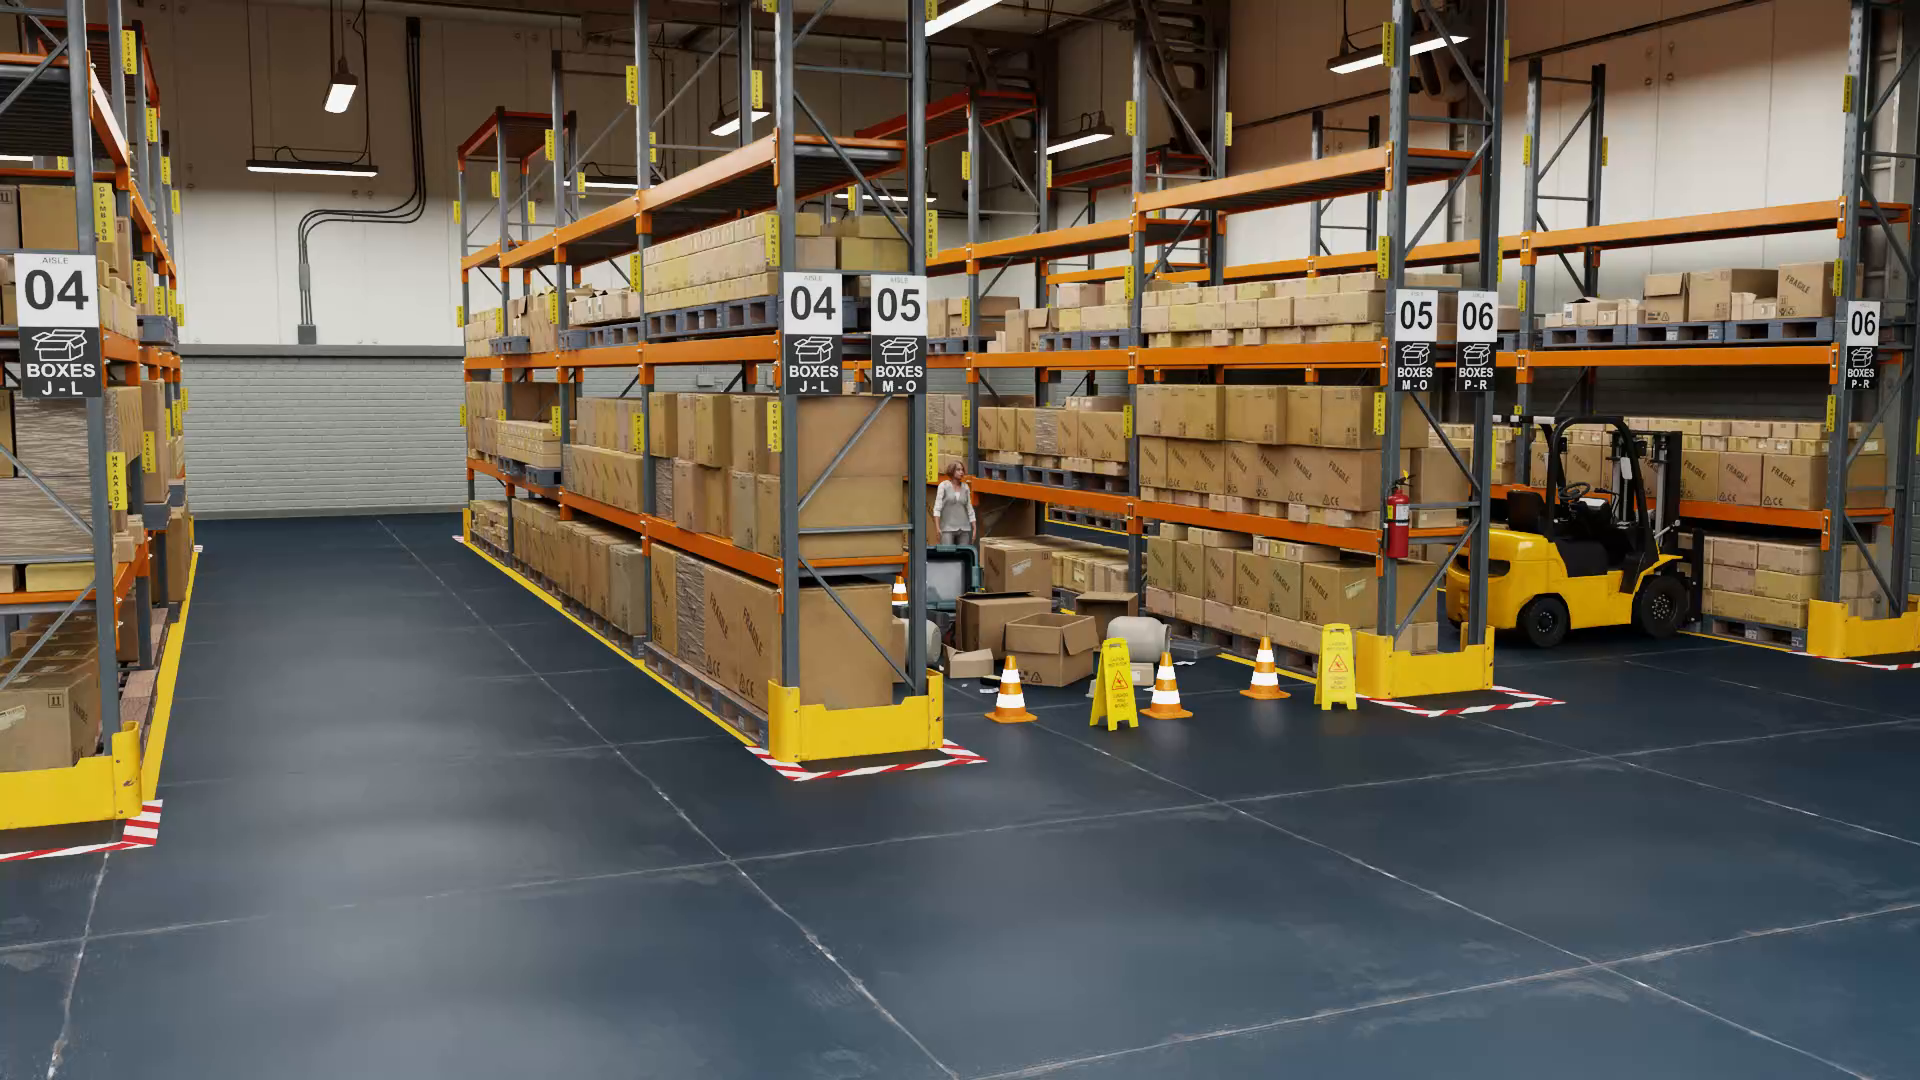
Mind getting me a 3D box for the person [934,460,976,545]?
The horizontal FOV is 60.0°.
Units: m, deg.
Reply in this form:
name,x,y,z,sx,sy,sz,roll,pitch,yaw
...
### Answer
name,x,y,z,sx,sy,sz,roll,pitch,yaw
person,-0.034,-0.071,18.311,0.521,1.600,0.472,-2,6,-24
